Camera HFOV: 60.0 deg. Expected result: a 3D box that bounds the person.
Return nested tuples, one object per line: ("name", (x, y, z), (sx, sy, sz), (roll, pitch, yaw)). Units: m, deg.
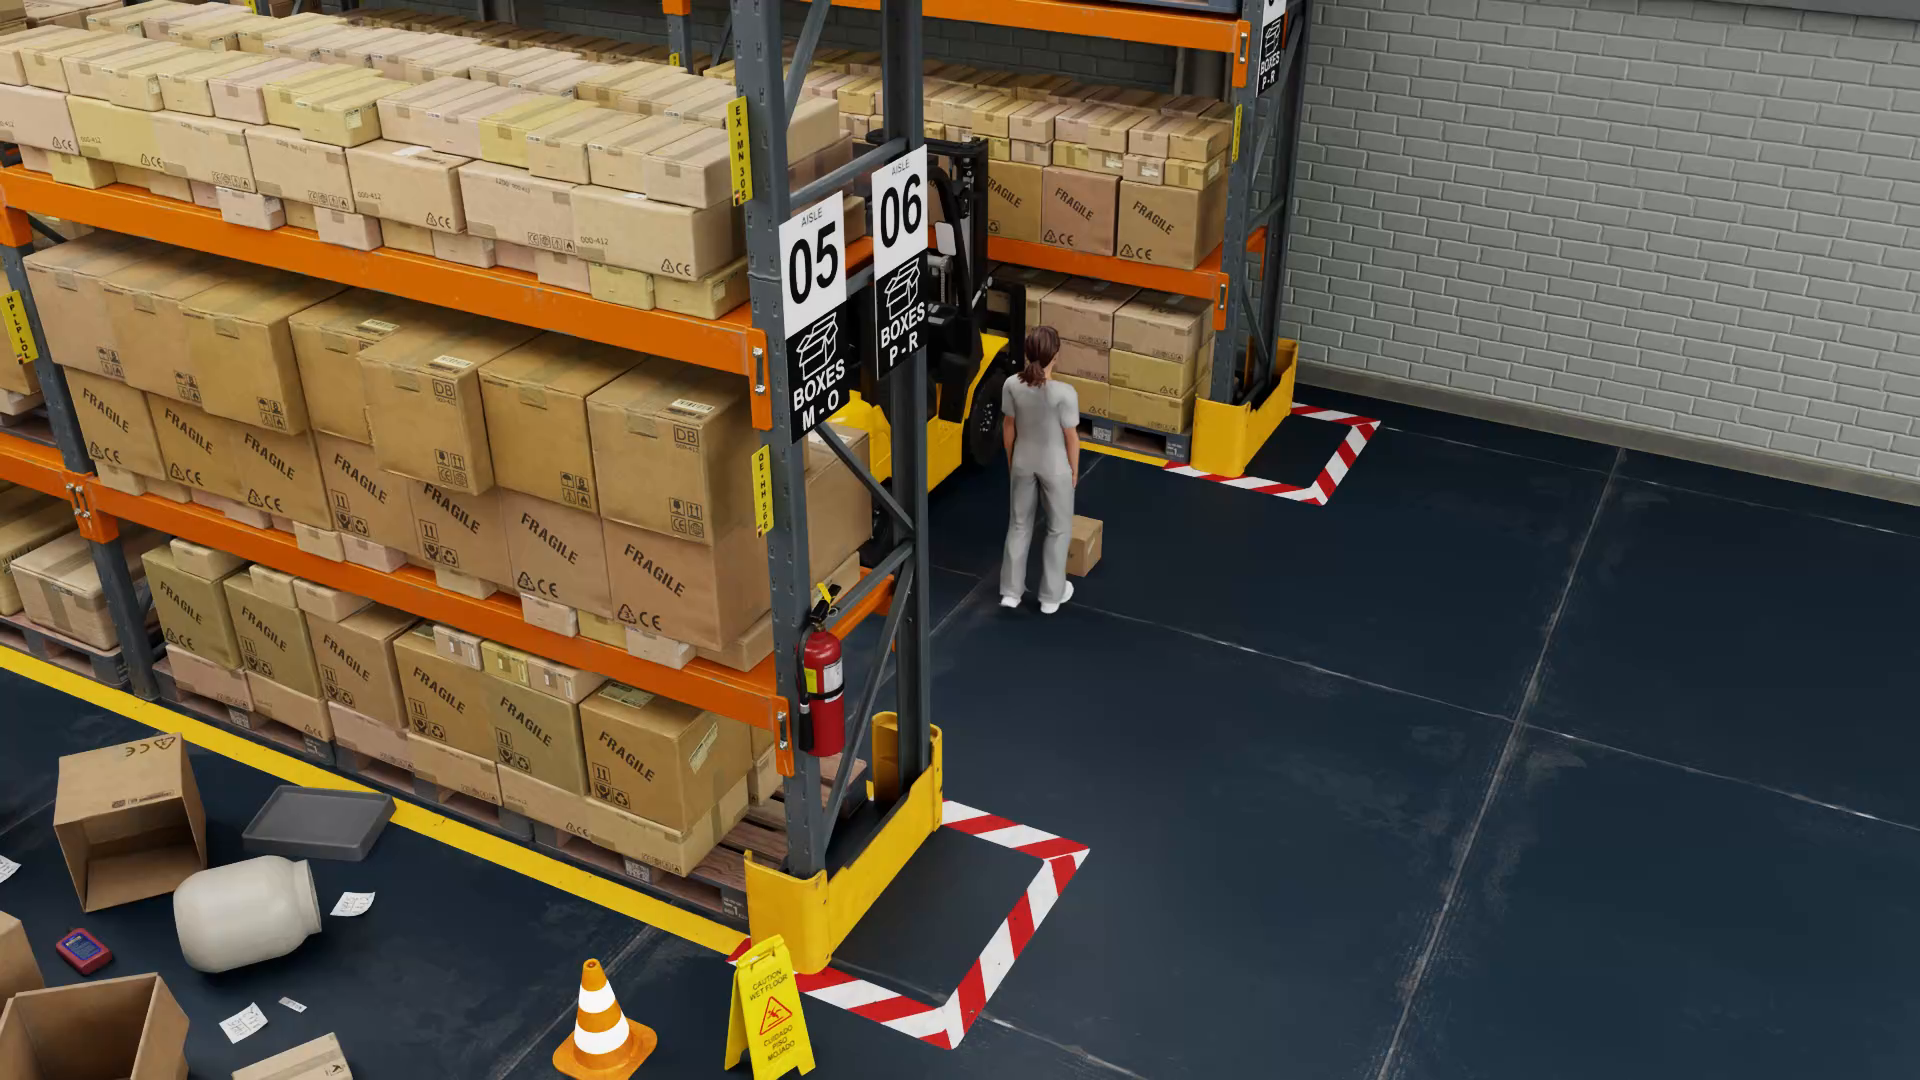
("person", (0.431, -0.391, 8.917), (0.440, 1.618, 0.356), (15, 33, 24))
